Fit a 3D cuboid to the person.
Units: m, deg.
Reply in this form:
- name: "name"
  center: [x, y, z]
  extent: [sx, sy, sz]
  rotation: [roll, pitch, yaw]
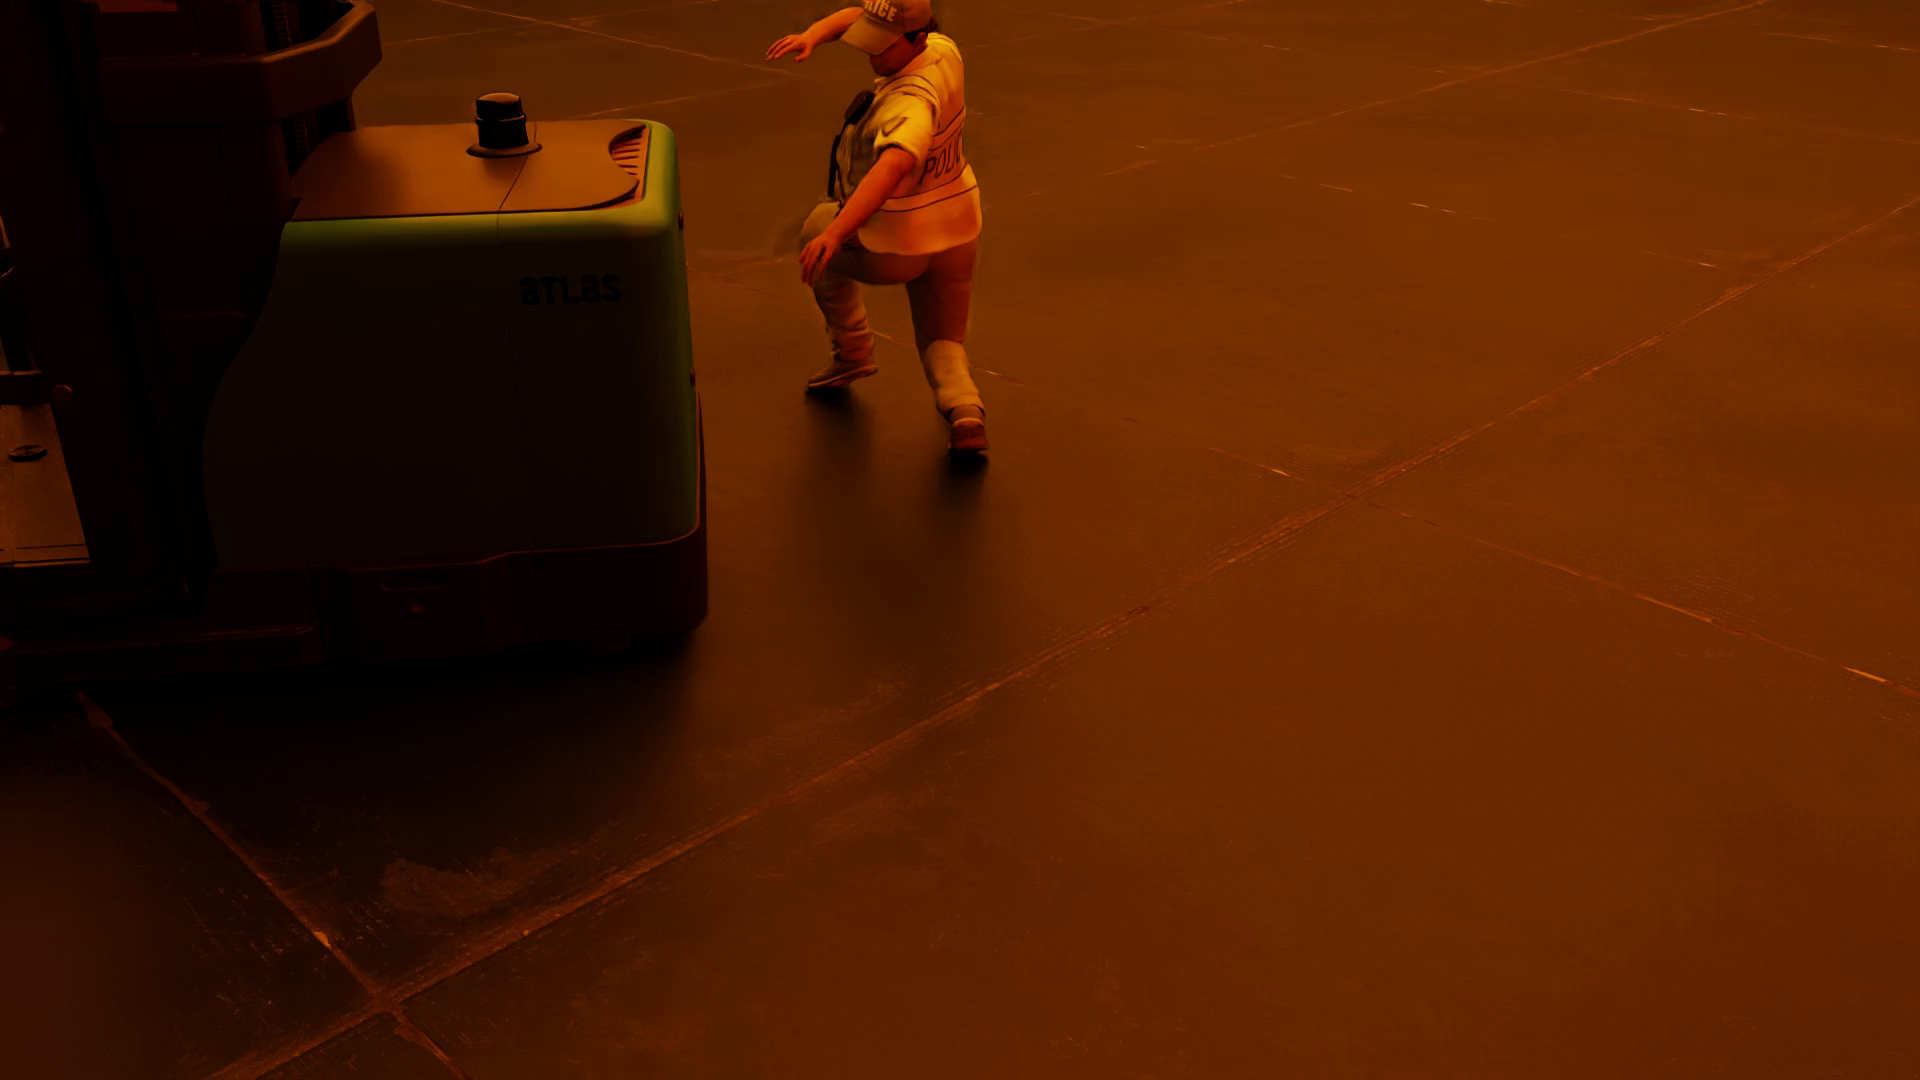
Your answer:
- name: "person"
  center: [-0.317, -0.927, 4.884]
  extent: [0.852, 1.387, 0.950]
  rotation: [-21, 33, -36]

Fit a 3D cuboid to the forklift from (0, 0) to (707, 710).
- name: "forklift"
  center: [-2.172, -1.167, 3.594]
  extent: [3.031, 2.935, 1.130]
  rotation: [-4, 26, -7]
